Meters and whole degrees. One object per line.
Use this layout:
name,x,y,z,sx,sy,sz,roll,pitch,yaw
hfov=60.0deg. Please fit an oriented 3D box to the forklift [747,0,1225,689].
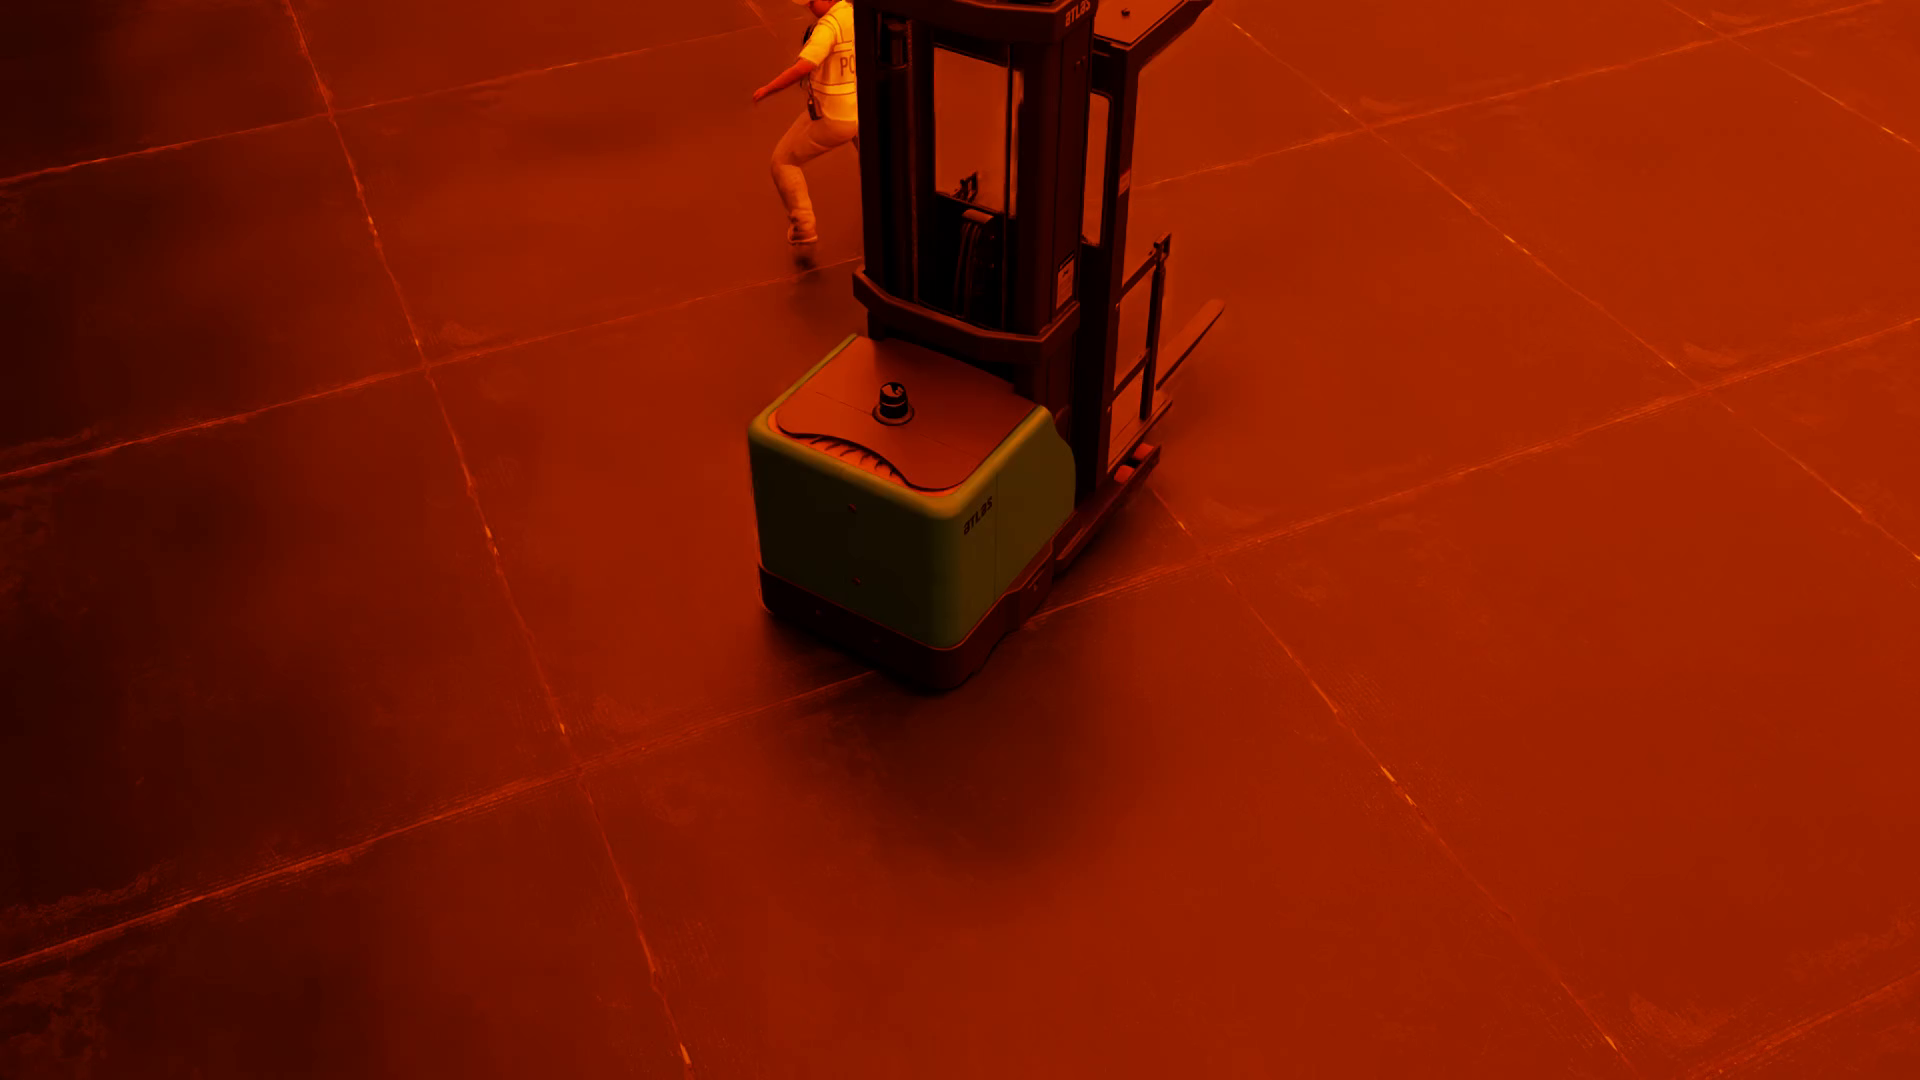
forklift,0.324,-1.425,7.207,1.130,2.935,3.031,23,48,23

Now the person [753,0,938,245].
person,-0.653,-2.458,9.427,0.526,1.593,1.125,33,52,31
